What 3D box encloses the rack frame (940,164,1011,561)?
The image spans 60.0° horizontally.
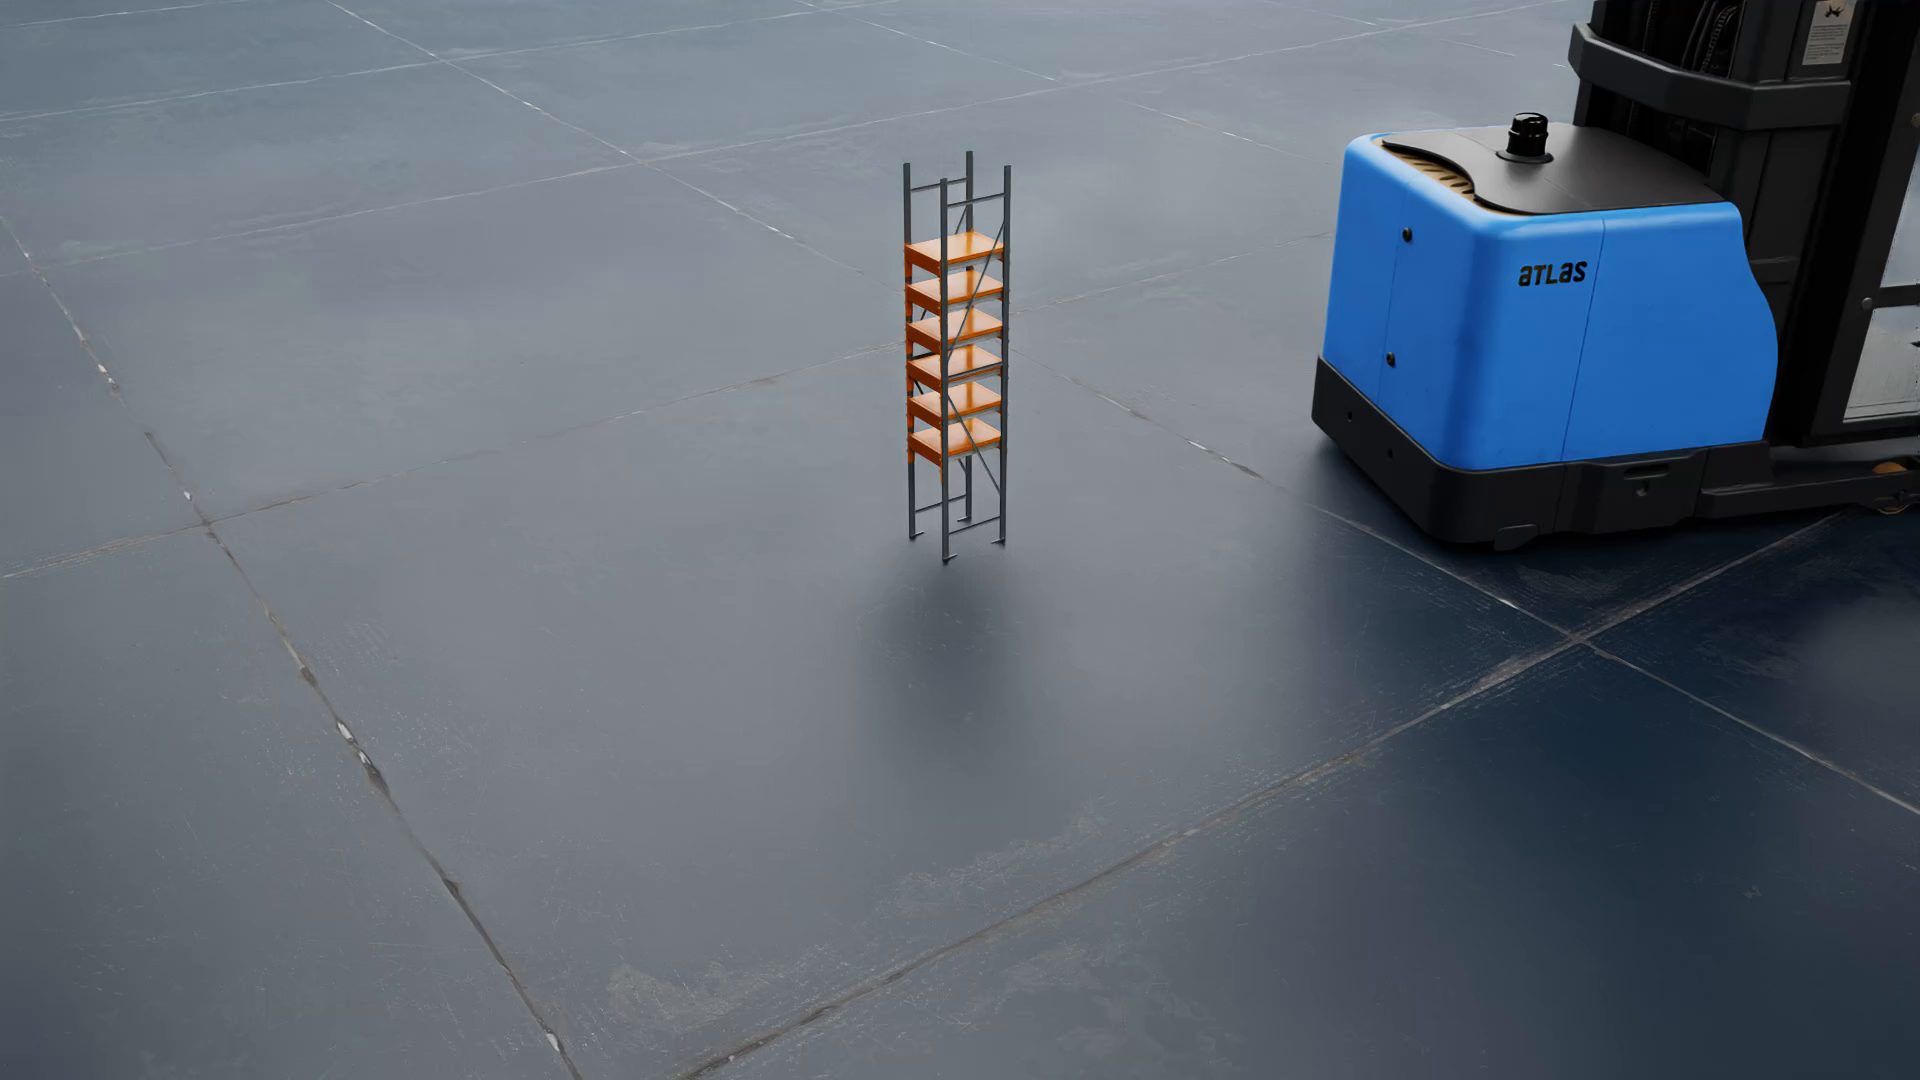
[{"bbox_3d":[0.045,-0.497,4.909,0.240,1.200,0.006,-19,34,-31],"label":"rack frame"}]

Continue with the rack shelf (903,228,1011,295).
[{"bbox_3d":[-0.008,-0.810,4.823,0.258,0.103,0.180,-19,34,-31],"label":"rack shelf"}]

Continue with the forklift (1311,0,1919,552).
[{"bbox_3d":[2.817,-1.610,5.144,3.031,2.935,1.130,-6,29,-11],"label":"forklift"}]

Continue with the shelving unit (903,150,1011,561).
[{"bbox_3d":[-0.008,-0.533,4.974,0.258,1.200,0.189,-19,34,-31],"label":"shelving unit"}]

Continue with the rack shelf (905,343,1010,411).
[{"bbox_3d":[-0.008,-0.494,4.995,0.258,0.103,0.180,-19,34,-31],"label":"rack shelf"}]

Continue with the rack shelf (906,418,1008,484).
[{"bbox_3d":[-0.008,-0.283,5.110,0.258,0.103,0.180,-19,34,-31],"label":"rack shelf"}]

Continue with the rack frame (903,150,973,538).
[{"bbox_3d":[-0.061,-0.568,5.040,0.240,1.200,0.006,-19,34,-31],"label":"rack frame"}]

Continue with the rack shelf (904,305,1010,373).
[{"bbox_3d":[-0.008,-0.599,4.938,0.258,0.103,0.180,-19,34,-31],"label":"rack shelf"}]

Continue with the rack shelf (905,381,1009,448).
[{"bbox_3d":[-0.008,-0.388,5.052,0.258,0.103,0.180,-19,34,-31],"label":"rack shelf"}]

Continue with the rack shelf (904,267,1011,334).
[{"bbox_3d":[-0.008,-0.705,4.881,0.258,0.103,0.180,-19,34,-31],"label":"rack shelf"}]
